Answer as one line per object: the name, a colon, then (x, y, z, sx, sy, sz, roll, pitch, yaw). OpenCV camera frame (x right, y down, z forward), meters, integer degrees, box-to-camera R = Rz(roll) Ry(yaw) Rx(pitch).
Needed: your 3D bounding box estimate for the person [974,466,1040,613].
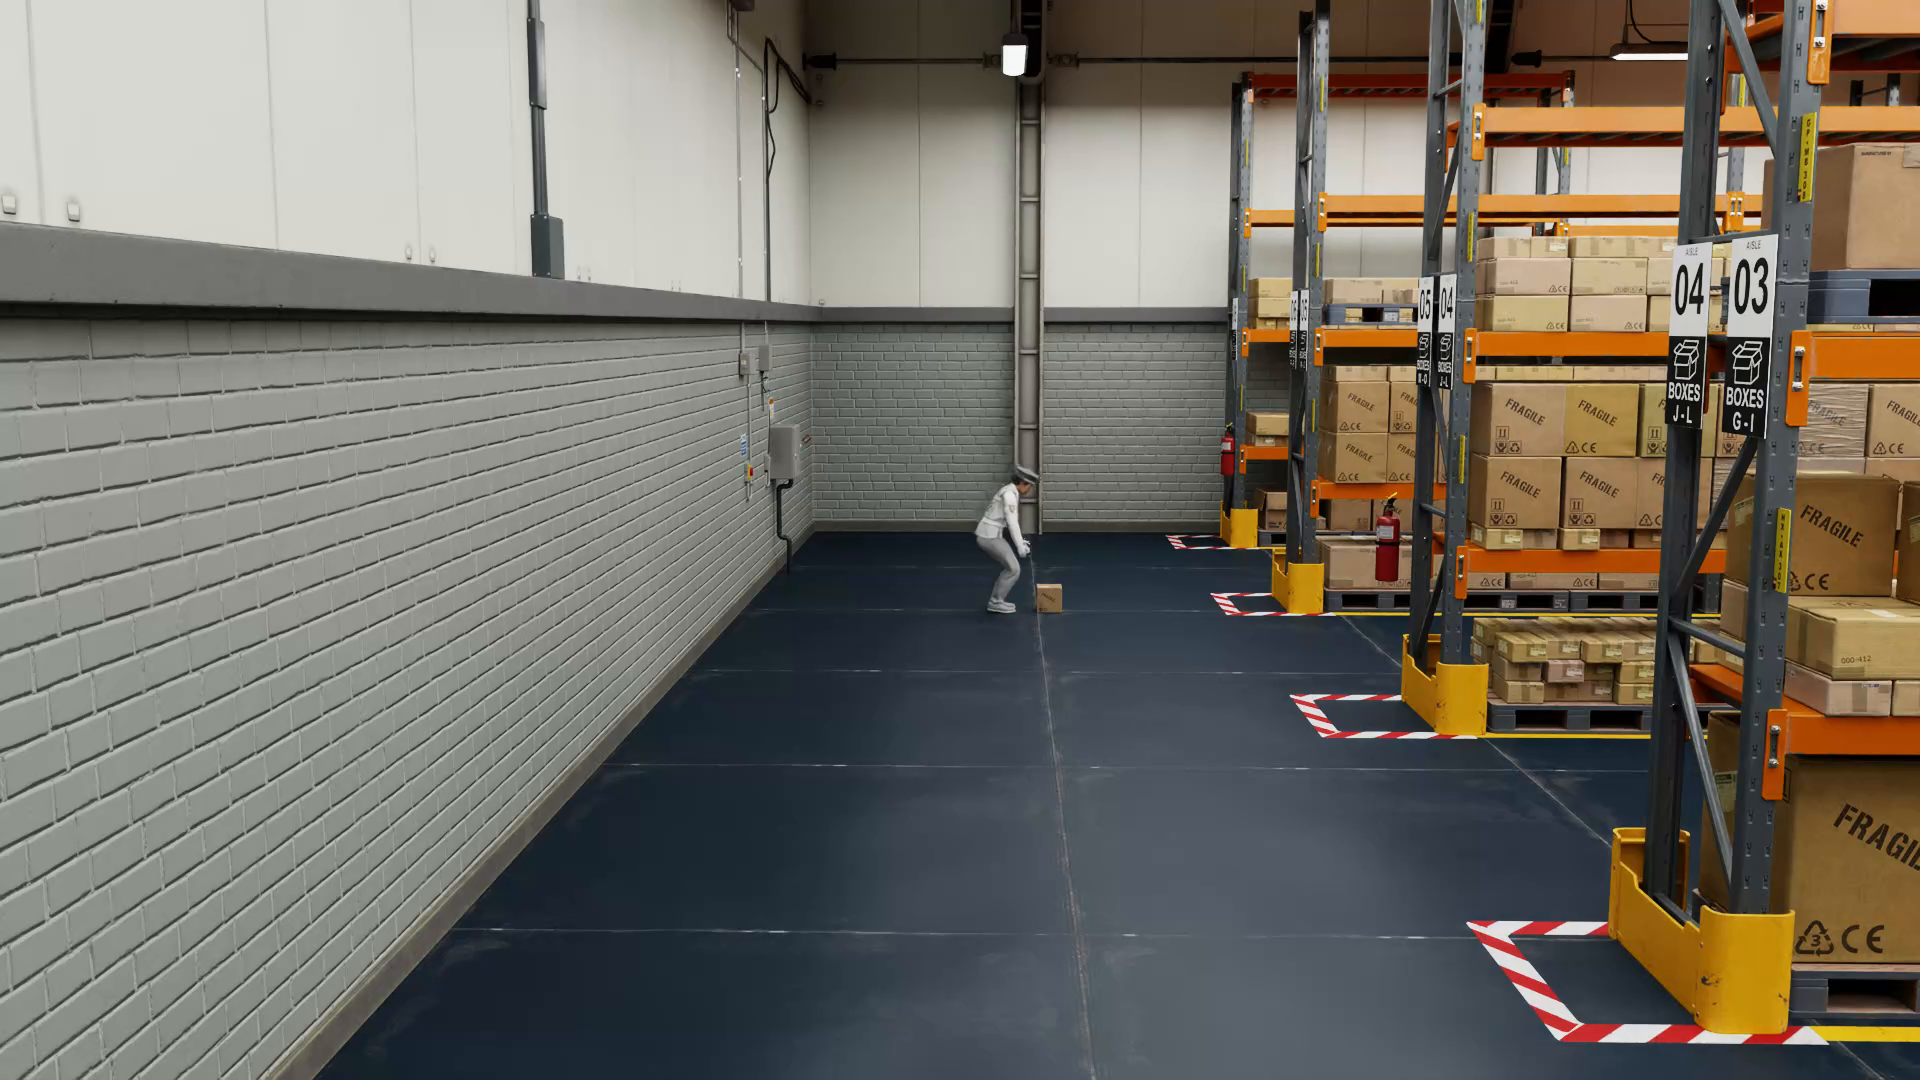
person: (0.472, -0.009, 16.705, 0.653, 1.455, 0.533, 0, 7, 2)
